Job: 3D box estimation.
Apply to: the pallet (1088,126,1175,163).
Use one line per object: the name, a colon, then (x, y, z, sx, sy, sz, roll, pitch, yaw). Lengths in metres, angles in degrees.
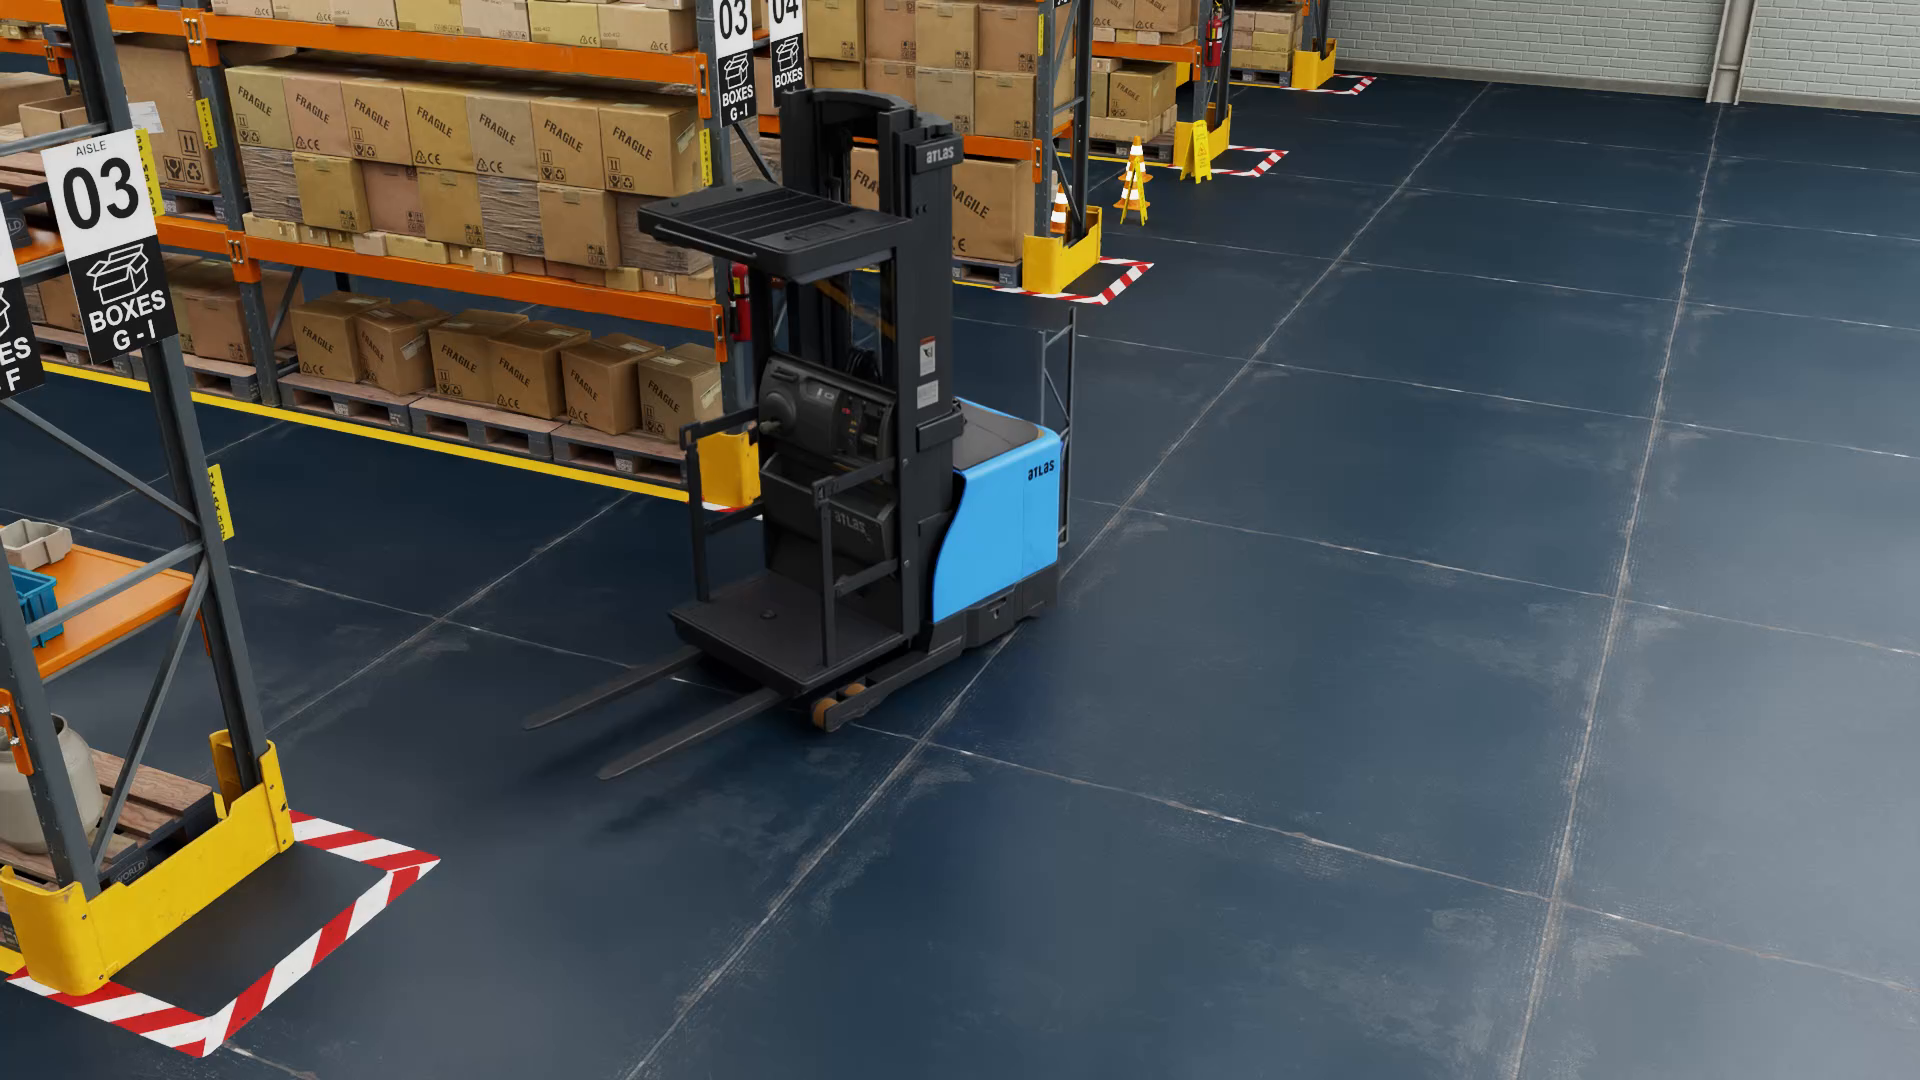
pallet: (2.071, -4.703, 19.564, 1.213, 0.211, 1.003, 11, 28, 22)

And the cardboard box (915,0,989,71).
cardboard box: (0.047, -4.467, 14.536, 0.550, 0.550, 0.875, 11, 28, 22)

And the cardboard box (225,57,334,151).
cardboard box: (-4.574, -2.967, 11.298, 0.500, 0.500, 0.500, 11, 28, 22)

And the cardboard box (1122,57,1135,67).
cardboard box: (1.745, -5.425, 19.662, 0.500, 0.500, 0.500, 10, 28, 20)

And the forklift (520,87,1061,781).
forklift: (-0.818, -0.612, 8.174, 1.130, 2.935, 3.031, 23, 34, 38)

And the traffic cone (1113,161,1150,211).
traffic cone: (1.789, -3.691, 17.223, 0.334, 0.463, 0.336, 11, 28, 22)

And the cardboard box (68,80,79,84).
cardboard box: (-10.721, -5.386, 19.872, 0.250, 0.149, 0.380, 11, 28, 21)

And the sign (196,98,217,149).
sign: (-5.105, -2.820, 11.271, 0.005, 0.325, 0.100, 11, 28, 22)

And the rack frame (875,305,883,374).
rack frame: (-0.372, -0.762, 10.099, 0.032, 1.500, 0.500, 12, 28, 22)

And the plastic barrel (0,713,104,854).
plastic barrel: (-3.918, 1.037, 7.089, 0.421, 0.512, 0.421, 0, 26, 0)

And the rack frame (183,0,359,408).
rack frame: (-4.879, -2.524, 11.981, 0.127, 3.000, 1.000, 11, 28, 22)

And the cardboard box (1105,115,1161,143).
cardboard box: (1.996, -4.776, 19.193, 0.500, 0.250, 0.500, 11, 28, 22)

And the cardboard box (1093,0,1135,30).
cardboard box: (1.803, -6.038, 18.668, 0.500, 0.500, 0.500, 11, 28, 22)

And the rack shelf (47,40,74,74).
rack shelf: (-8.195, -5.274, 18.382, 4.000, 0.370, 1.077, 11, 28, 22)

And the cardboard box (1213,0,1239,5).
cardboard box: (3.650, -7.527, 23.648, 0.500, 0.250, 0.500, 11, 28, 21)

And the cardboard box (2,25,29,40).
cardboard box: (-10.652, -5.812, 18.942, 0.250, 0.149, 0.380, 11, 28, 20)

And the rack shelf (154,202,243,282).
rack shelf: (-6.699, -2.567, 12.883, 4.000, 0.370, 1.077, 11, 28, 22)

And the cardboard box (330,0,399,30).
cardboard box: (-3.643, -3.428, 10.590, 0.500, 0.250, 0.500, 10, 28, 20)

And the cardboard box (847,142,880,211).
cardboard box: (-0.539, -3.261, 15.408, 0.875, 0.875, 0.875, 11, 28, 21)

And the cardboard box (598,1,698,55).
cardboard box: (-1.781, -3.057, 9.838, 0.500, 0.250, 0.500, 12, 29, 23)

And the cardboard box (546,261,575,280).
cardboard box: (-2.490, -1.835, 10.865, 0.250, 0.149, 0.380, 11, 28, 22)

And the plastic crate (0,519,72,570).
plastic crate: (-3.969, 0.024, 7.104, 0.250, 0.136, 0.298, 11, 28, 22)

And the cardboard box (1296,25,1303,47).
cardboard box: (4.574, -7.123, 23.393, 0.500, 0.250, 0.500, 12, 29, 23)

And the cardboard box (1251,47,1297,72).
cardboard box: (4.358, -6.688, 23.075, 0.500, 0.250, 0.500, 12, 28, 22)

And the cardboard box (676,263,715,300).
cardboard box: (-1.582, -1.649, 10.488, 0.250, 0.149, 0.380, 11, 28, 22)

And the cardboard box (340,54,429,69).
cardboard box: (-3.899, -3.089, 11.546, 0.500, 0.500, 0.500, 11, 28, 22)

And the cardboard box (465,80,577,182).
cardboard box: (-2.752, -2.603, 10.558, 0.500, 0.500, 0.500, 11, 28, 22)

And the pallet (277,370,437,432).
pallet: (-4.253, -1.165, 12.377, 1.213, 0.211, 1.003, 11, 28, 22)

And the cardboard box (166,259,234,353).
cardboard box: (-5.855, -1.816, 12.874, 0.500, 0.500, 0.700, 11, 28, 21)

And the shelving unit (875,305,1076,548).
shelving unit: (0.089, -0.667, 9.906, 1.048, 1.500, 0.538, 12, 28, 22)

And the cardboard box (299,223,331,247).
cardboard box: (-4.346, -2.166, 11.538, 0.250, 0.149, 0.380, 11, 28, 22)

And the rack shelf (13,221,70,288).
rack shelf: (-5.108, -1.190, 6.690, 4.000, 0.370, 1.077, 11, 28, 22)

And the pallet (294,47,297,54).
pallet: (-7.067, -5.233, 17.700, 1.003, 0.211, 1.213, 11, 28, 22)

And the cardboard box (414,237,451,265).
cardboard box: (-3.436, -1.982, 11.165, 0.250, 0.149, 0.380, 11, 28, 22)

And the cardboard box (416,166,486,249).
cardboard box: (-3.119, -2.331, 11.138, 0.500, 0.500, 0.875, 11, 28, 22)

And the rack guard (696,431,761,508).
rack guard: (-1.306, -0.685, 11.076, 0.348, 0.500, 1.175, 11, 28, 22)

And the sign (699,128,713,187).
sign: (-1.485, -2.235, 9.724, 0.005, 0.325, 0.100, 11, 28, 22)

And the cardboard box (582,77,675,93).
cardboard box: (-2.077, -2.724, 10.805, 0.500, 0.500, 0.500, 11, 28, 22)

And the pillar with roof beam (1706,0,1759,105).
pillar with roof beam: (8.335, -8.127, 16.570, 0.400, 9.000, 9.100, 11, 28, 22)

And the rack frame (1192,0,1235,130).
rack frame: (2.865, -5.778, 18.589, 0.127, 3.000, 1.000, 11, 28, 22)

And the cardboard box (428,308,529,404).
cardboard box: (-3.409, -1.318, 11.886, 0.500, 0.500, 0.500, 9, 28, 17)

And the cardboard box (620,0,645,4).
cardboard box: (-1.808, -3.270, 9.819, 0.250, 0.149, 0.380, 10, 28, 20)

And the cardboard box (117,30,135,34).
cardboard box: (-8.907, -5.593, 18.024, 0.250, 0.149, 0.380, 10, 28, 20)

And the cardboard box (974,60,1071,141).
cardboard box: (0.551, -3.886, 14.577, 0.550, 0.550, 0.875, 11, 28, 22)

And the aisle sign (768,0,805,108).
aisle sign: (-1.057, -3.069, 10.143, 0.004, 0.787, 0.394, 11, 28, 22)

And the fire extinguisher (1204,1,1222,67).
fire extinguisher: (2.778, -5.537, 18.187, 0.183, 0.674, 0.296, 11, 28, 22)

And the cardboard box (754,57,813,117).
cardboard box: (-1.440, -4.267, 15.352, 0.550, 0.550, 0.875, 11, 28, 22)

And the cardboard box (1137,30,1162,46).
cardboard box: (2.159, -5.649, 18.612, 0.250, 0.149, 0.380, 11, 28, 21)

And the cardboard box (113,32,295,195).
cardboard box: (-5.544, -3.183, 12.165, 1.000, 1.000, 1.000, 12, 28, 22)

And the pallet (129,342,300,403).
pallet: (-5.588, -1.415, 12.885, 1.213, 0.211, 1.003, 11, 28, 22)
